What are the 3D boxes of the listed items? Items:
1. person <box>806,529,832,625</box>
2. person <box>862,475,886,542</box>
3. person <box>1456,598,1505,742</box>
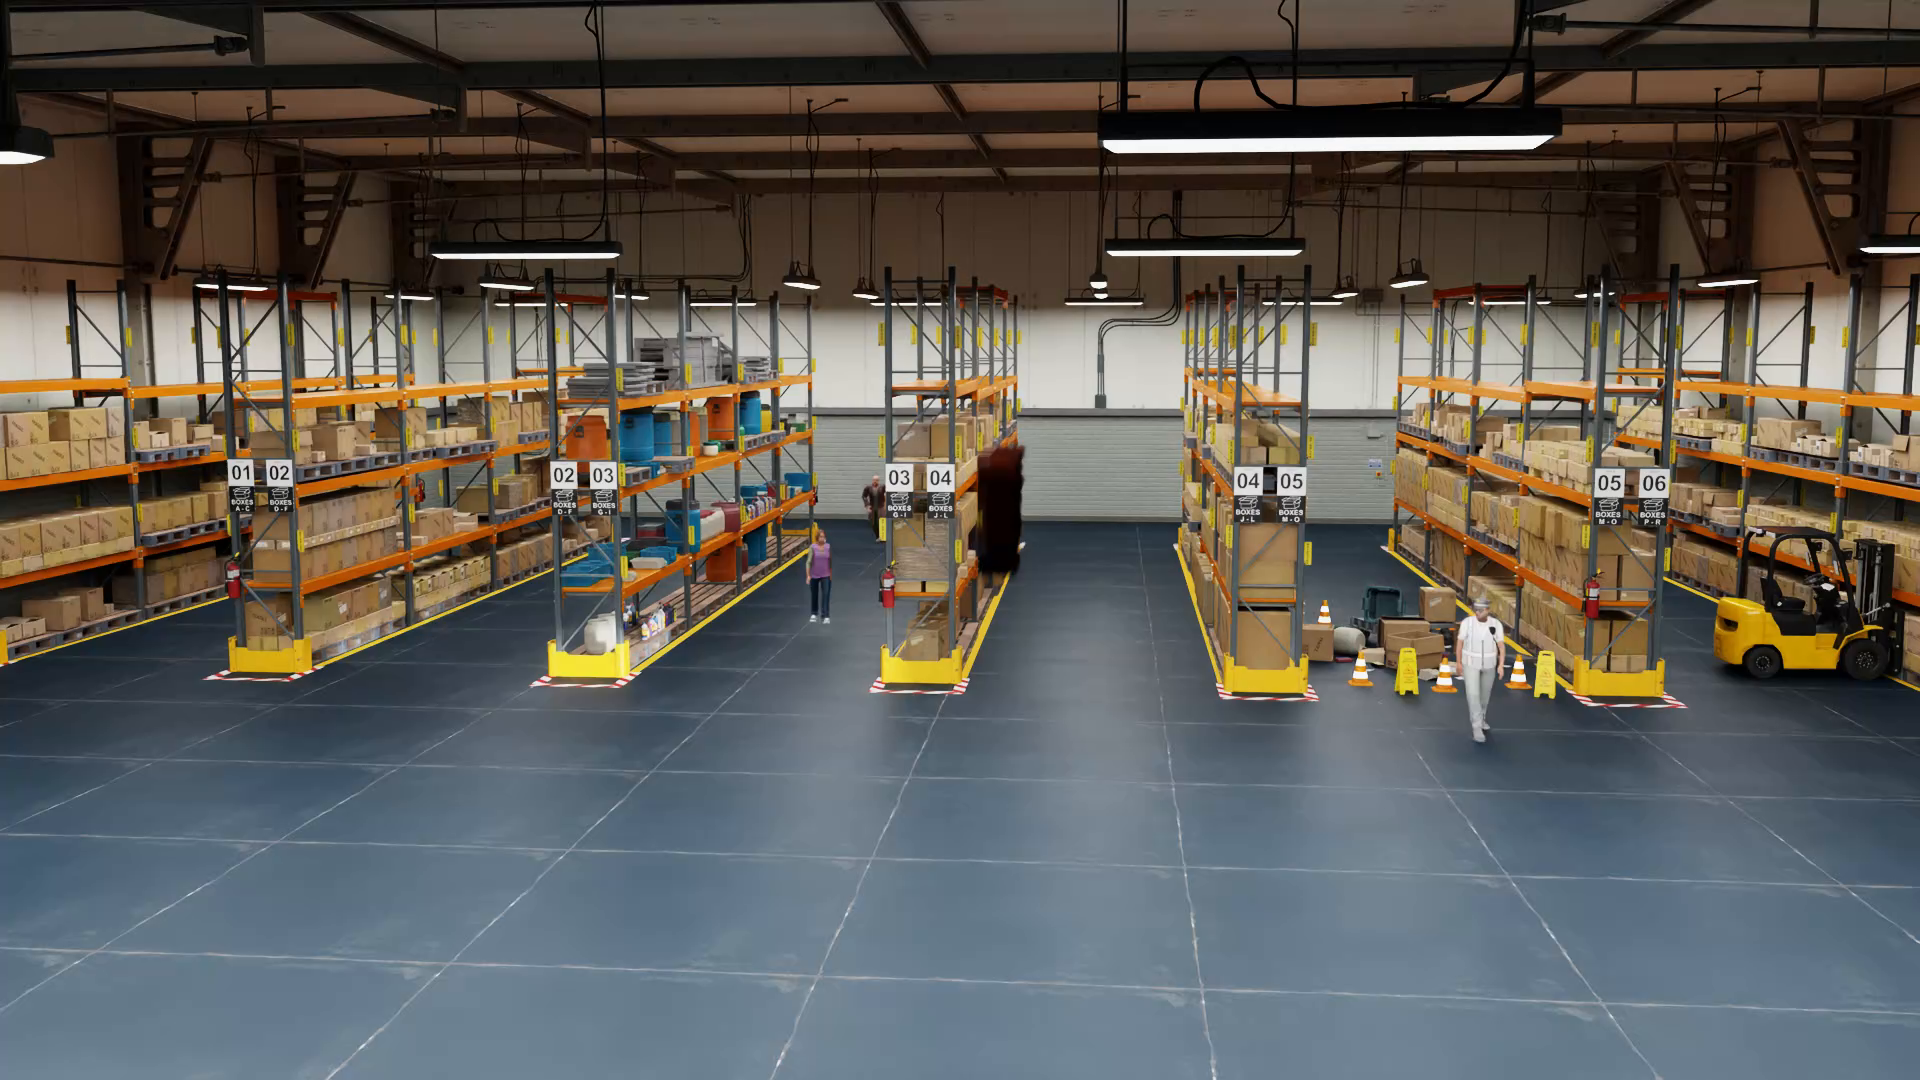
[{"bbox_3d":[-2.304,0.605,27.260,0.476,1.564,0.862,-2,7,-14],"label":"person"},{"bbox_3d":[-2.023,-0.766,40.729,0.728,1.680,0.673,2,7,13],"label":"person"},{"bbox_3d":[6.579,1.592,20.976,0.560,1.747,0.863,1,7,5],"label":"person"}]
